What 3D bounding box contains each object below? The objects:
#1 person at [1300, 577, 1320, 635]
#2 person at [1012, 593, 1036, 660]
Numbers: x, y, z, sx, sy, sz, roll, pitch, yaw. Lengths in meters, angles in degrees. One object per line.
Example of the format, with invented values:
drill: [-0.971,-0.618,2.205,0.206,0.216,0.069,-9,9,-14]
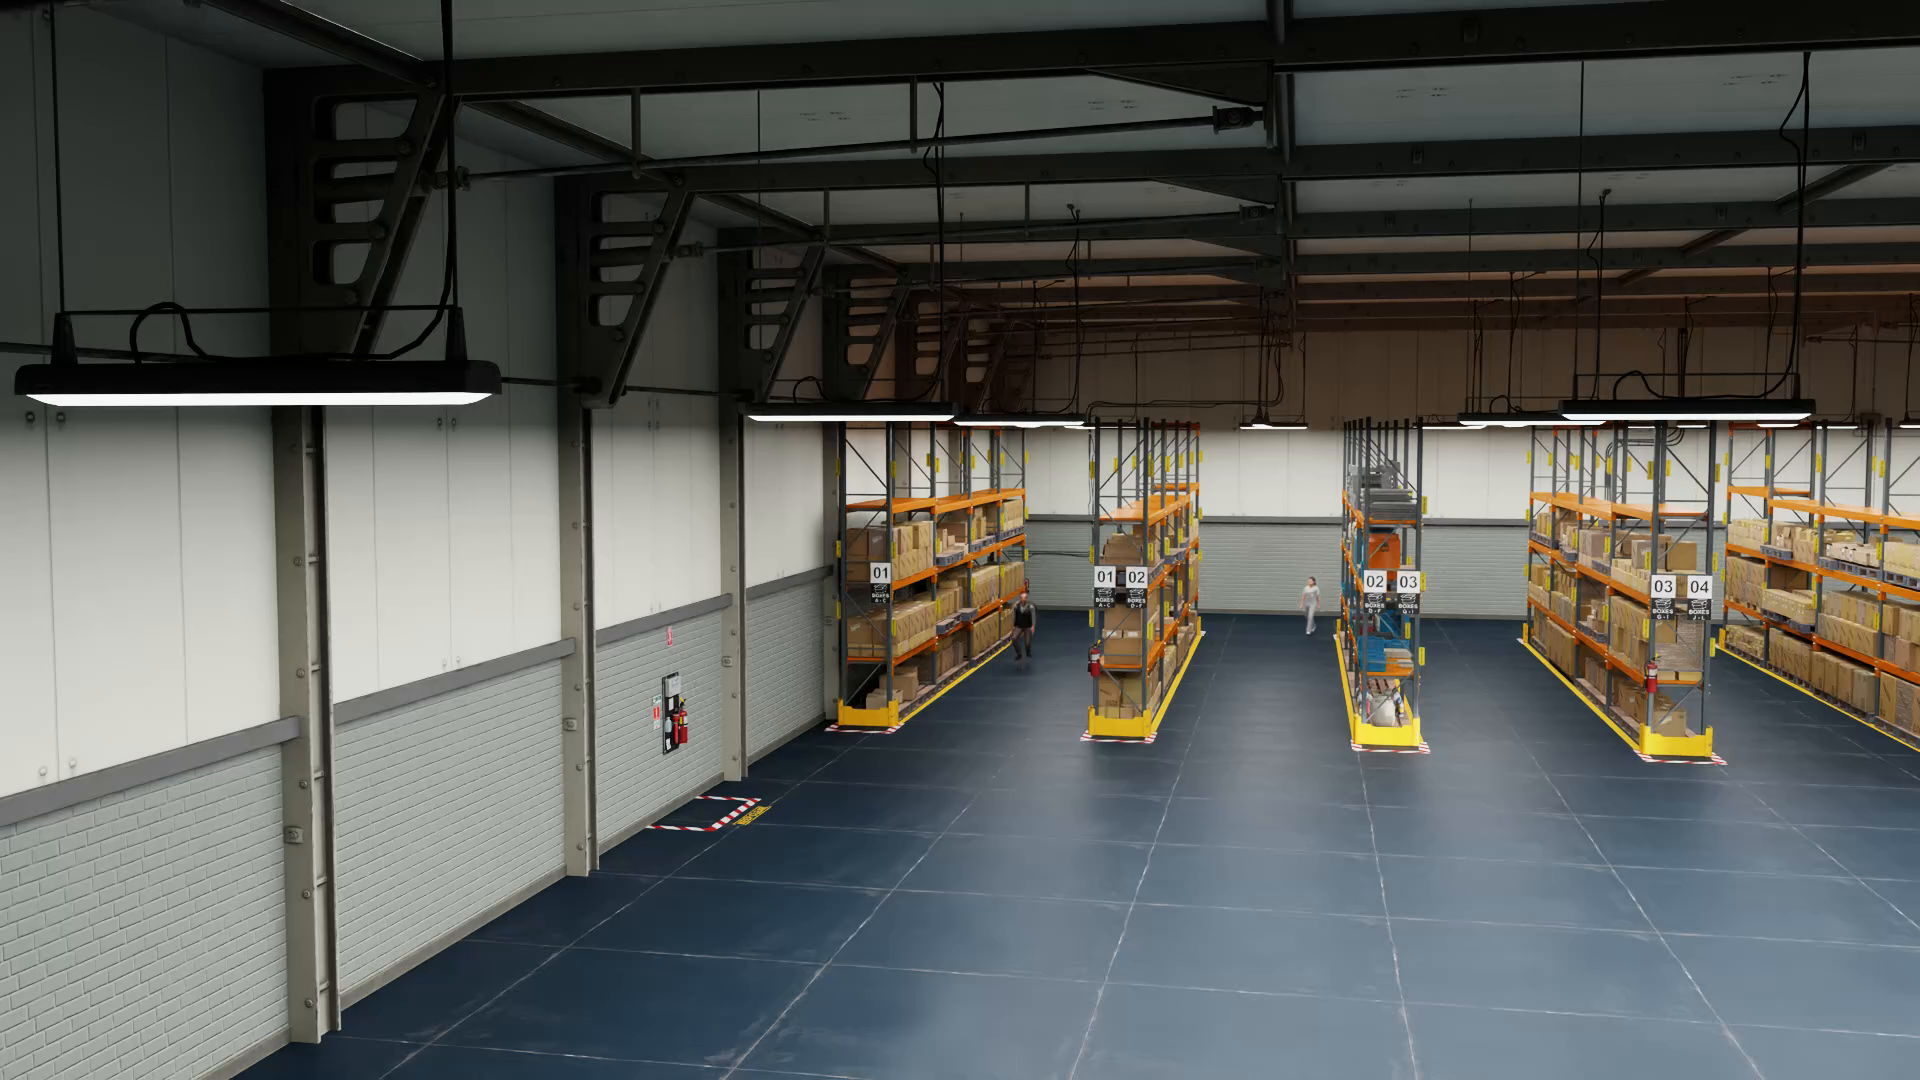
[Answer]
person: [9.906,1.850,47.054,0.502,1.622,1.023,2,4,32]
person: [1.548,2.075,40.198,0.589,1.578,0.679,1,4,14]
